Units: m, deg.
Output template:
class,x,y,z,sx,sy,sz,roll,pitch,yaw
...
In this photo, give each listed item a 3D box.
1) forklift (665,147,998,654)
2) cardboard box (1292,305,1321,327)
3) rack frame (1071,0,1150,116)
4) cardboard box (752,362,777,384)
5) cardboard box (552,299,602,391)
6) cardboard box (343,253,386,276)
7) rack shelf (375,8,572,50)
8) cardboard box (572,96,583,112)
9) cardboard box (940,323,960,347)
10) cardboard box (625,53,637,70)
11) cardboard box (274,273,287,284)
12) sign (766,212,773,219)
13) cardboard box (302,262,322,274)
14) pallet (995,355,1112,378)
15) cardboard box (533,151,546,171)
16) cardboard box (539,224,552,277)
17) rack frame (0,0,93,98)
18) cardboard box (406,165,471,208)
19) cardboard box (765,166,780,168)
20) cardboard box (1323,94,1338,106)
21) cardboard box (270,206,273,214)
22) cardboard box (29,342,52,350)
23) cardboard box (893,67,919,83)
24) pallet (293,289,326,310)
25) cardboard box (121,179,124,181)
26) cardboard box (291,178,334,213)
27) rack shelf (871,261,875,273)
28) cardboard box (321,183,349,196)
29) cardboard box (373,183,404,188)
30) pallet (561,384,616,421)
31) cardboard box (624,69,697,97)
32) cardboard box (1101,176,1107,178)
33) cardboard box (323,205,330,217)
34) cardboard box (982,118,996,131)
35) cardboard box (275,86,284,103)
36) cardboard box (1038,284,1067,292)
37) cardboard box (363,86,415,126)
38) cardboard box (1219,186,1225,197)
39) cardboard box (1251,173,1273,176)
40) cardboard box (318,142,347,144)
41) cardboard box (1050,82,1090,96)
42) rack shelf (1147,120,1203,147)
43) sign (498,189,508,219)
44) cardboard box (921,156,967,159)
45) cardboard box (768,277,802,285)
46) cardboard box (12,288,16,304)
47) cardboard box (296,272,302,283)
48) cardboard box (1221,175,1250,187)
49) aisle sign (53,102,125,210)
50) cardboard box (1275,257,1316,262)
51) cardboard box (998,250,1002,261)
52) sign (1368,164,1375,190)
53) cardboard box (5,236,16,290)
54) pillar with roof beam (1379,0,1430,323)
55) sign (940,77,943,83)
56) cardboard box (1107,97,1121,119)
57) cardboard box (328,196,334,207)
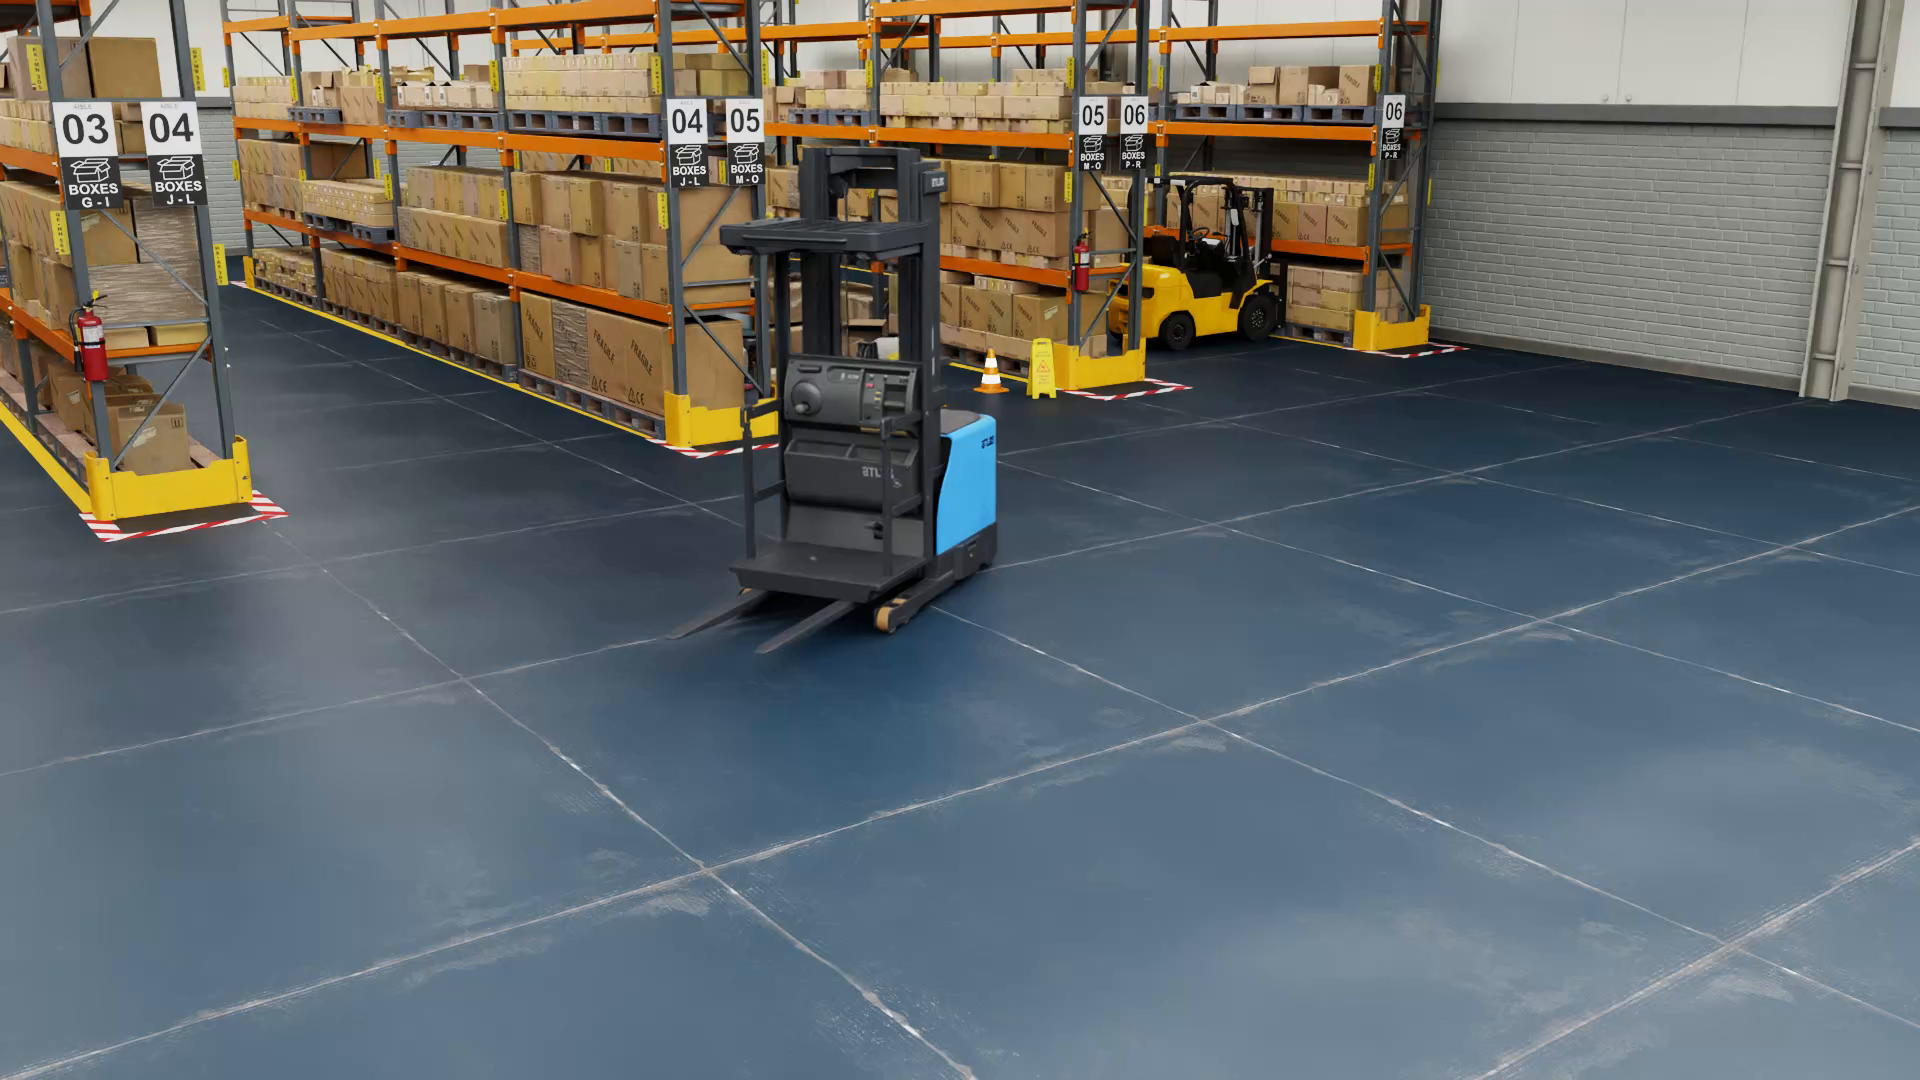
class,x,y,z,sx,sy,sz,roll,pitch,yaw
forklift,-0.795,-0.959,10.528,1.130,2.935,3.031,7,17,23
cardboard box,4.846,-3.046,22.437,0.500,0.250,0.500,-11,19,-35
rack frame,1.650,-6.133,17.939,1.000,3.000,0.127,-11,19,-35
cardboard box,-2.146,-1.904,19.030,0.396,0.266,0.258,-7,17,-25
cardboard box,-3.800,-2.145,17.959,0.875,0.875,0.875,-11,19,-34
cardboard box,-8.518,-3.949,23.842,0.500,0.250,0.500,-10,18,-32
rack shelf,-5.823,-6.085,19.882,1.077,0.370,4.000,-11,19,-35
cardboard box,-3.661,-4.370,16.671,0.380,0.149,0.250,-11,19,-34
cardboard box,0.063,-2.577,20.723,0.500,0.250,0.500,-11,19,-35
cardboard box,-2.913,-4.484,15.574,0.380,0.149,0.250,-11,19,-34
cardboard box,-10.917,-4.259,27.060,0.380,0.149,0.250,-12,19,-37
sign,-1.842,-2.990,16.030,0.100,0.325,0.005,-11,19,-35
cardboard box,-9.953,-4.211,25.756,0.380,0.149,0.250,-11,19,-34
pallet,1.156,-2.090,19.812,1.003,0.211,1.213,-11,19,-35
cardboard box,-7.397,-6.931,30.134,0.500,0.500,0.500,-11,19,-36
cardboard box,-4.078,-3.185,18.248,0.875,0.550,0.550,-11,19,-35
rack frame,-8.718,-5.449,15.440,1.000,3.000,0.127,-11,19,-35
cardboard box,-6.743,-4.591,21.585,0.700,0.500,0.500,-11,19,-35
cardboard box,-2.977,-5.210,24.382,0.500,0.500,0.500,-12,19,-36
cardboard box,4.930,-5.717,21.592,0.380,0.149,0.250,-12,19,-36
cardboard box,-10.954,-5.359,26.948,0.380,0.149,0.250,-11,19,-36
cardboard box,-9.327,-1.801,17.377,0.700,0.500,0.500,-11,19,-35
cardboard box,-0.975,-8.387,29.998,0.396,0.266,0.258,-11,19,-35
pallet,-9.774,-3.805,26.079,1.003,0.211,1.213,-11,19,-35
cardboard box,-8.231,-3.176,15.852,0.500,0.500,0.500,-11,19,-35
cardboard box,-9.863,-5.263,25.372,0.500,0.500,0.500,-11,19,-34
rack shelf,-1.878,-4.174,23.507,1.077,0.370,4.000,-11,19,-35
cardboard box,-8.878,-5.003,23.727,0.380,0.149,0.250,-11,19,-35
cardboard box,-8.191,-5.047,23.886,0.380,0.149,0.250,-12,19,-37
pallet,-3.541,-1.524,17.743,1.003,0.211,1.213,-11,19,-35
cardboard box,-2.809,-4.280,15.584,0.500,0.250,0.500,-11,19,-34
cardboard box,2.155,-5.533,25.691,0.380,0.149,0.250,-11,19,-34
cardboard box,-8.883,-4.718,23.812,0.380,0.149,0.250,-12,19,-37
cardboard box,0.483,-4.876,19.503,0.380,0.149,0.250,-11,19,-36
cardboard box,-10.124,-6.800,25.393,0.500,0.250,0.500,-12,19,-37
cardboard box,1.074,-2.809,20.149,0.500,0.500,0.500,-12,19,-37
cardboard box,-7.540,-5.736,21.979,0.500,0.500,0.500,-11,19,-35
cardboard box,3.853,-4.891,23.344,0.380,0.149,0.250,-11,19,-35
cardboard box,4.357,-5.132,23.662,0.380,0.149,0.250,-11,19,-35
cardboard box,-9.736,-5.929,25.909,0.500,0.500,0.500,-12,19,-36
cardboard box,1.212,-4.976,18.359,0.380,0.149,0.250,-11,19,-34
rack shelf,2.135,-6.392,25.929,1.077,0.370,4.000,-11,19,-35
sign,-5.080,-3.738,18.508,0.100,0.325,0.005,-11,19,-35
cardboard box,-0.336,-4.528,20.790,0.700,0.500,0.500,-11,19,-34
cardboard box,-2.290,-3.605,24.246,0.950,0.372,0.625,-11,19,-36
cardboard box,-8.835,-2.342,15.926,0.380,0.149,0.250,-11,19,-35
cardboard box,-10.134,-4.111,25.957,0.380,0.149,0.250,-12,19,-36
cardboard box,3.885,-5.039,23.322,0.380,0.149,0.250,-11,19,-35
aisle sign,-6.572,-2.896,12.549,0.394,0.787,0.004,-11,19,-35
cardboard box,4.655,-3.827,23.394,0.500,0.250,0.500,-11,19,-36
cardboard box,0.672,-3.387,19.745,0.380,0.149,0.250,-11,19,-34
sign,5.216,-4.602,21.068,0.100,0.325,0.005,-11,19,-35
cardboard box,-8.504,-2.642,15.793,0.875,0.500,0.500,-11,19,-35
pillar with roof beam,2.500,-6.525,19.370,9.100,9.000,0.400,-11,19,-35
sign,-0.268,-5.876,21.701,0.100,0.325,0.005,-11,19,-35
cardboard box,1.570,-4.906,18.859,0.500,0.250,0.500,-11,19,-36
cardboard box,-8.715,-4.802,23.556,0.380,0.149,0.250,-11,19,-35
